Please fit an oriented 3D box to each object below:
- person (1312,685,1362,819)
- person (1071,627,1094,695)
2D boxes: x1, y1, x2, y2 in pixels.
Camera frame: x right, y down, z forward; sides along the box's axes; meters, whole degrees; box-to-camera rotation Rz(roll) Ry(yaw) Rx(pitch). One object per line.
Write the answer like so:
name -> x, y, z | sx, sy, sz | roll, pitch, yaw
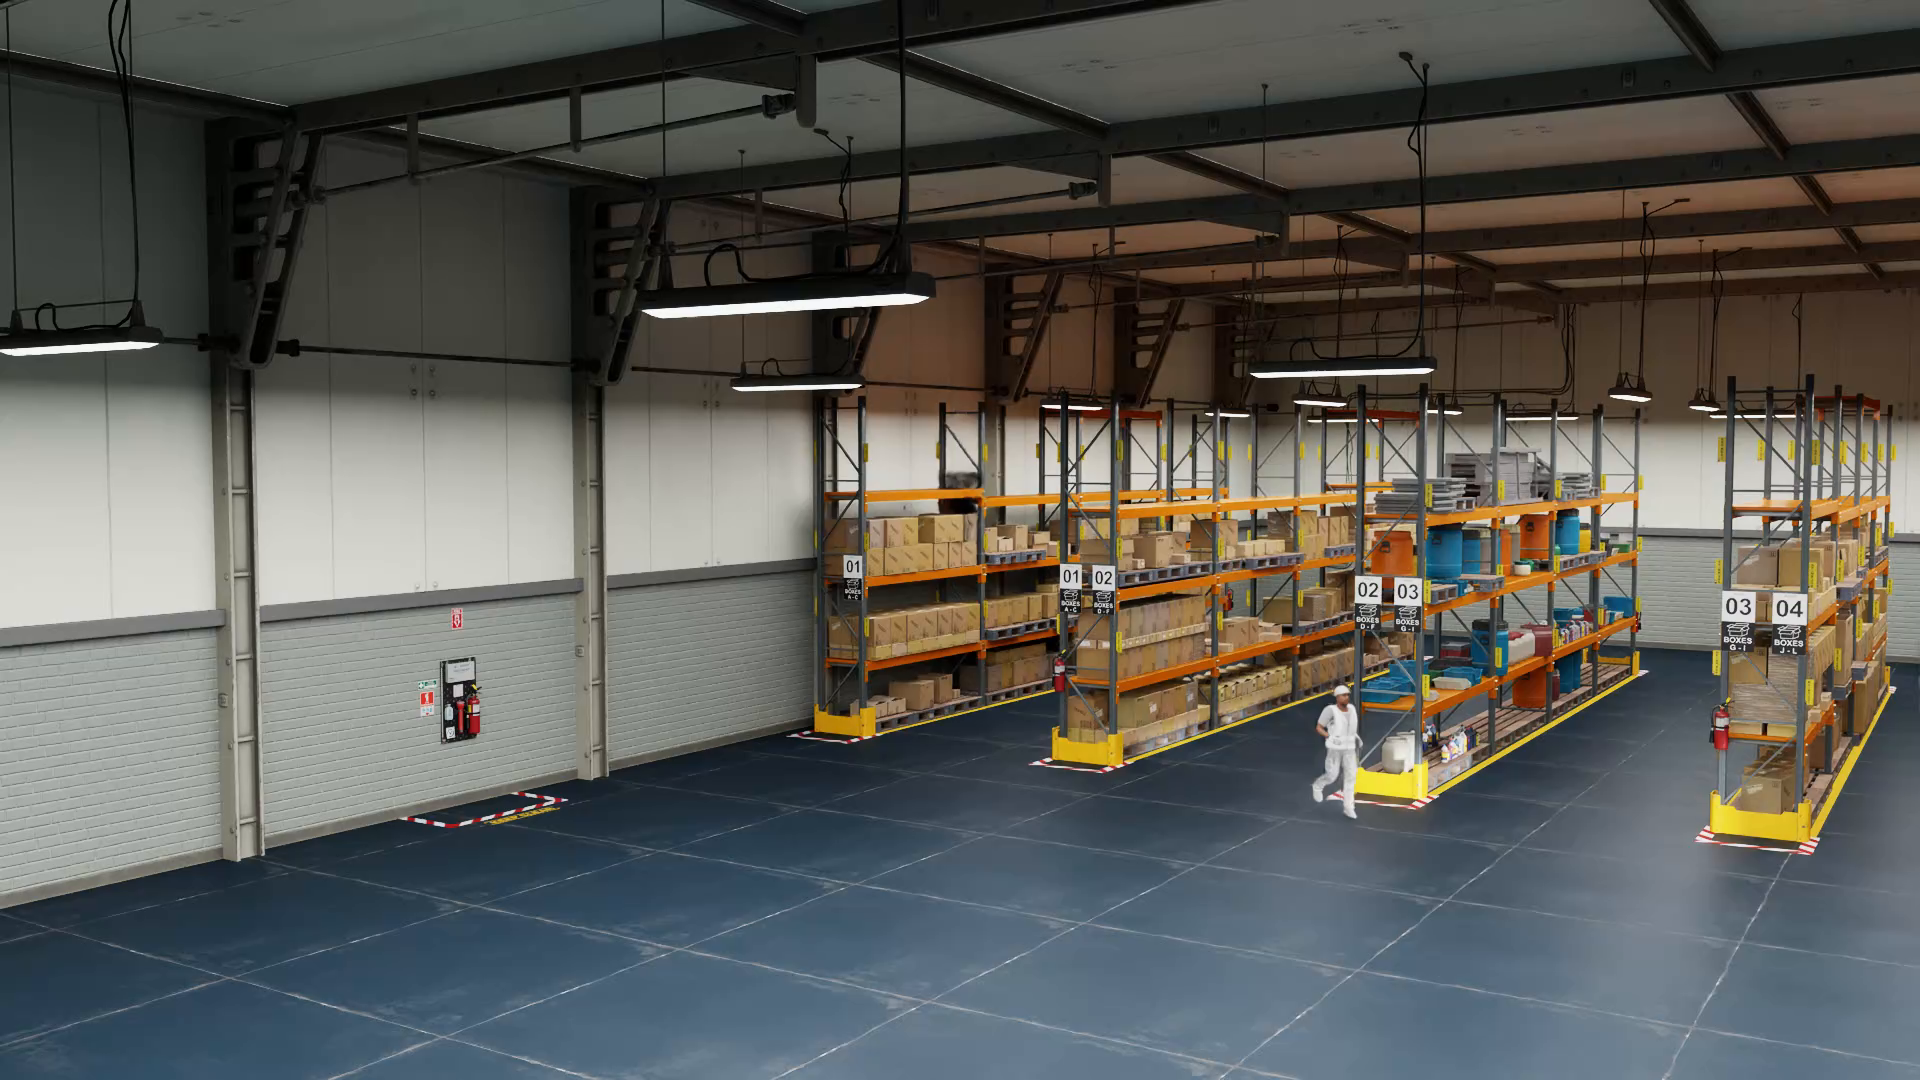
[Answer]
person -> 5.281, 2.902, 23.059 | 0.716, 1.774, 0.995 | -1, 3, -20
person -> 2.396, 2.232, 30.975 | 0.676, 1.770, 0.814 | 2, 3, 27
